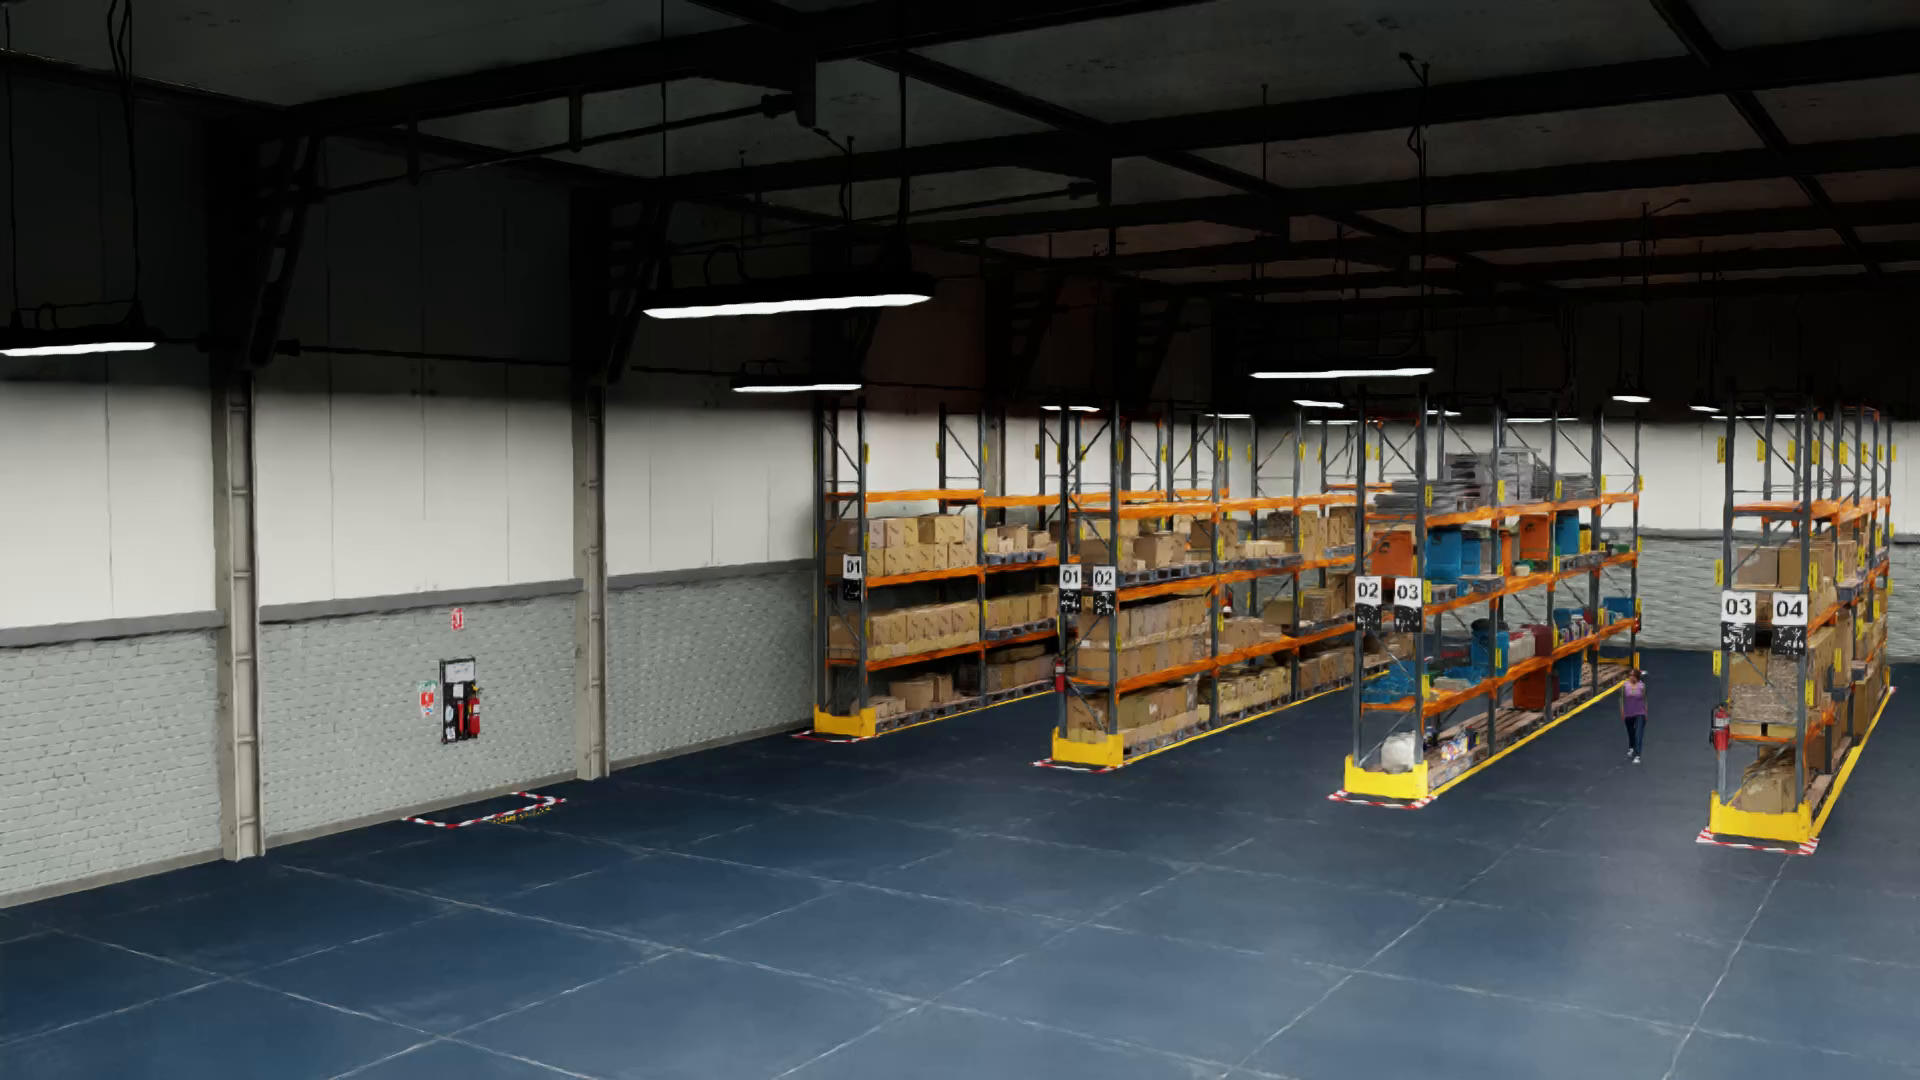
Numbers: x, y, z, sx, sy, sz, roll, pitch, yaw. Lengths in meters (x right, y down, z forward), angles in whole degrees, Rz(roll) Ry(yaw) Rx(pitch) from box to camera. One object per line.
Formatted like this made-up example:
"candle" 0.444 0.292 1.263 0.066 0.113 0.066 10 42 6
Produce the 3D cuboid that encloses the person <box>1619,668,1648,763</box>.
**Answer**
"person" 10.913 2.865 26.962 0.419 1.404 1.038 2 3 30

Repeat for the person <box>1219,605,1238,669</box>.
"person" 5.771 2.265 35.728 0.677 1.742 0.547 2 3 31
